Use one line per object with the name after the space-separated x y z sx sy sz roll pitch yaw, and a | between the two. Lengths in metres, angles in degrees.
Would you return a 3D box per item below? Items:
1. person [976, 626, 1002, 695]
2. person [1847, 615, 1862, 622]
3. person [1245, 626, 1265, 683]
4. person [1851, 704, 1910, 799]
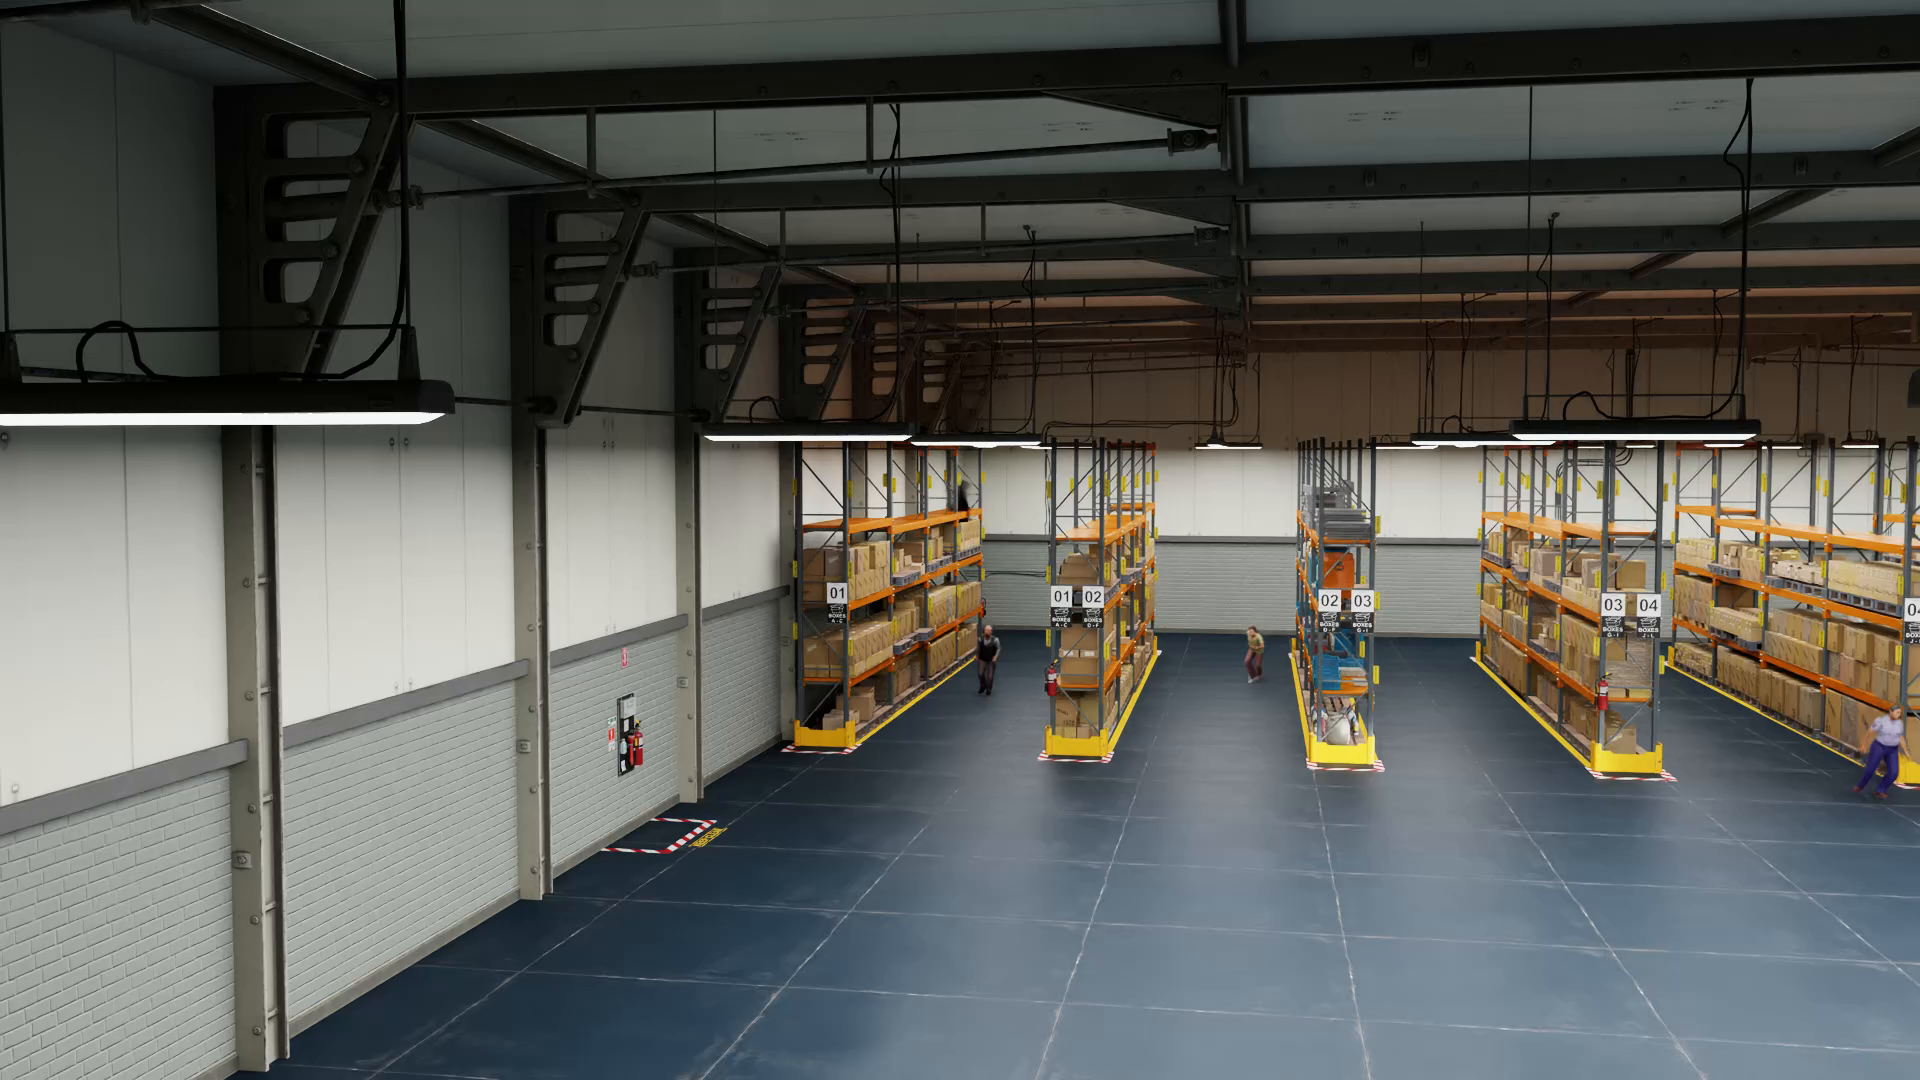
0.656 2.818 38.807 0.650 1.657 0.782 0 3 9 | person
24.412 2.491 45.120 0.750 1.714 0.703 1 3 20 | person
7.406 2.831 41.417 0.569 1.457 1.090 2 3 30 | person
15.231 3.540 27.549 0.730 1.485 0.592 0 3 -4 | person
